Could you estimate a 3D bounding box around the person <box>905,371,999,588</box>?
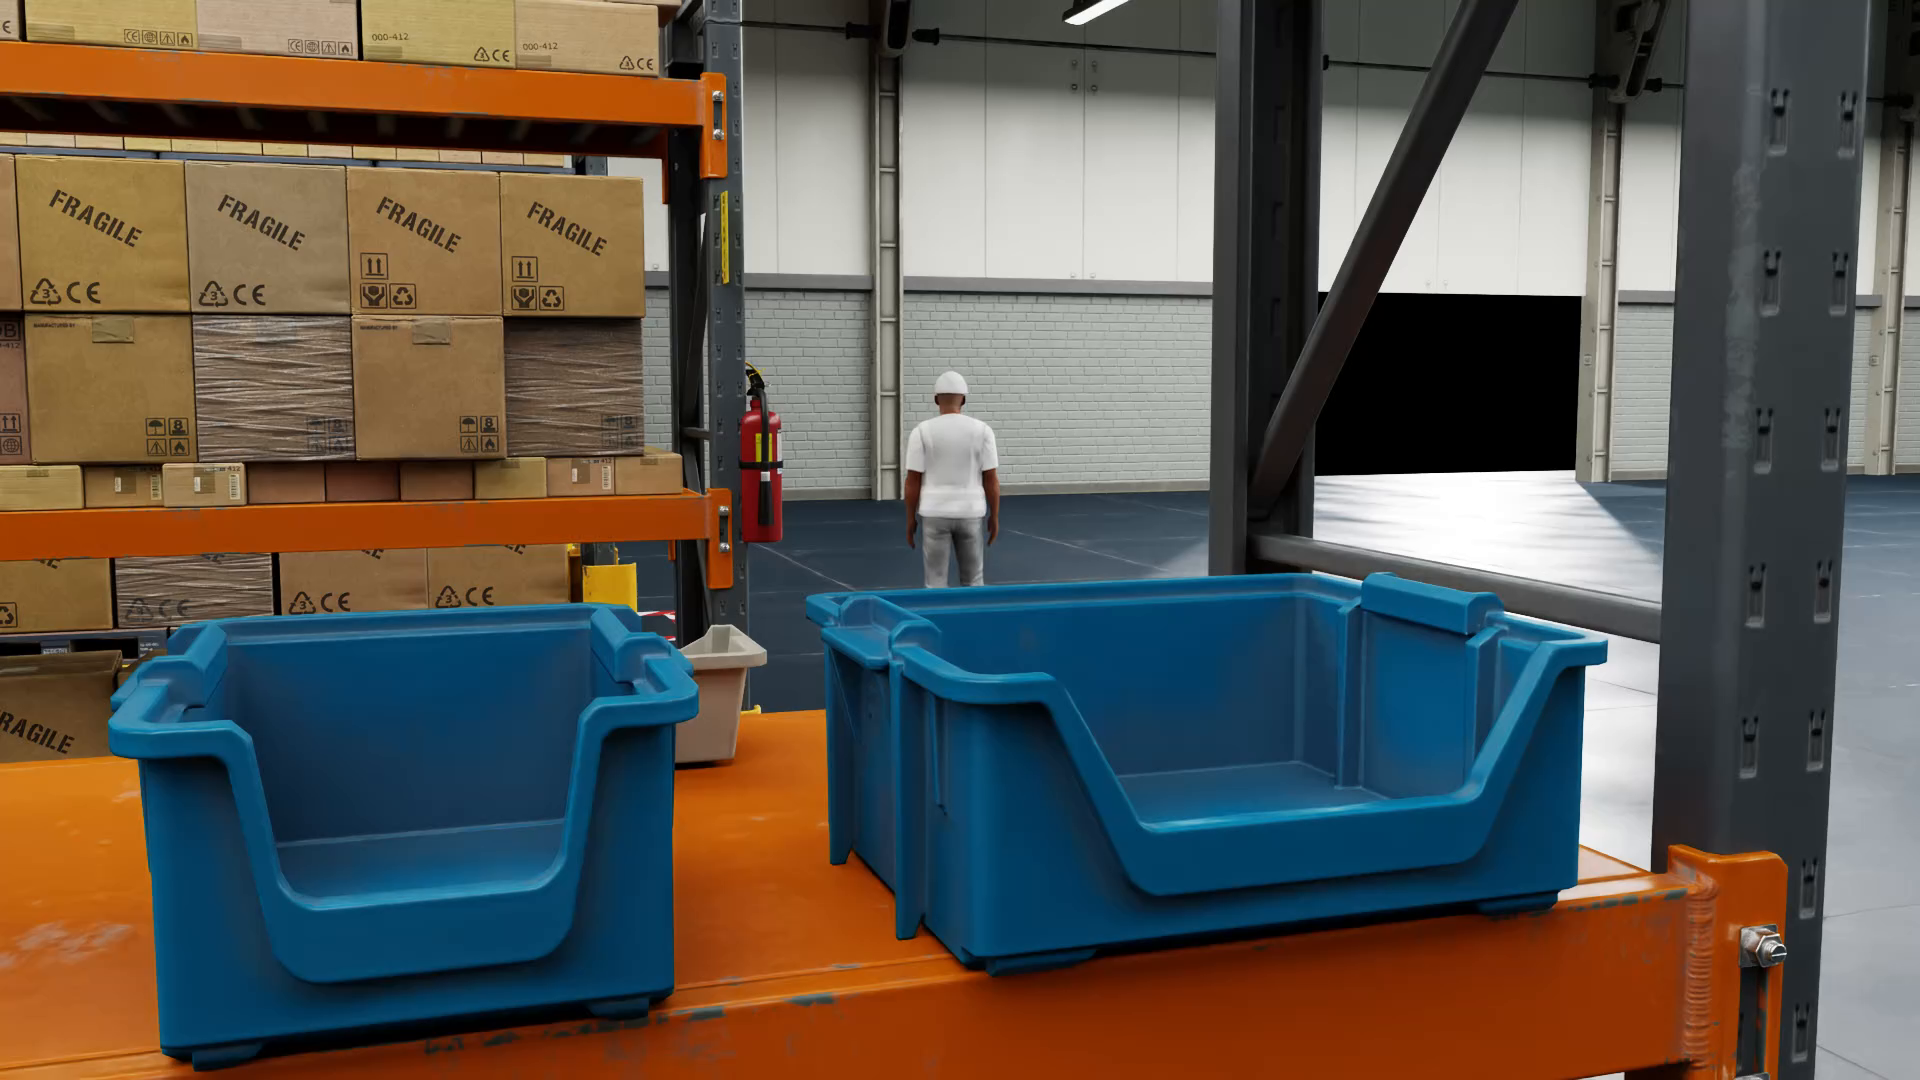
[{"bbox_3d":[-0.062,-0.150,10.187,0.576,1.761,0.611,-1,6,-6],"label":"person"}]
